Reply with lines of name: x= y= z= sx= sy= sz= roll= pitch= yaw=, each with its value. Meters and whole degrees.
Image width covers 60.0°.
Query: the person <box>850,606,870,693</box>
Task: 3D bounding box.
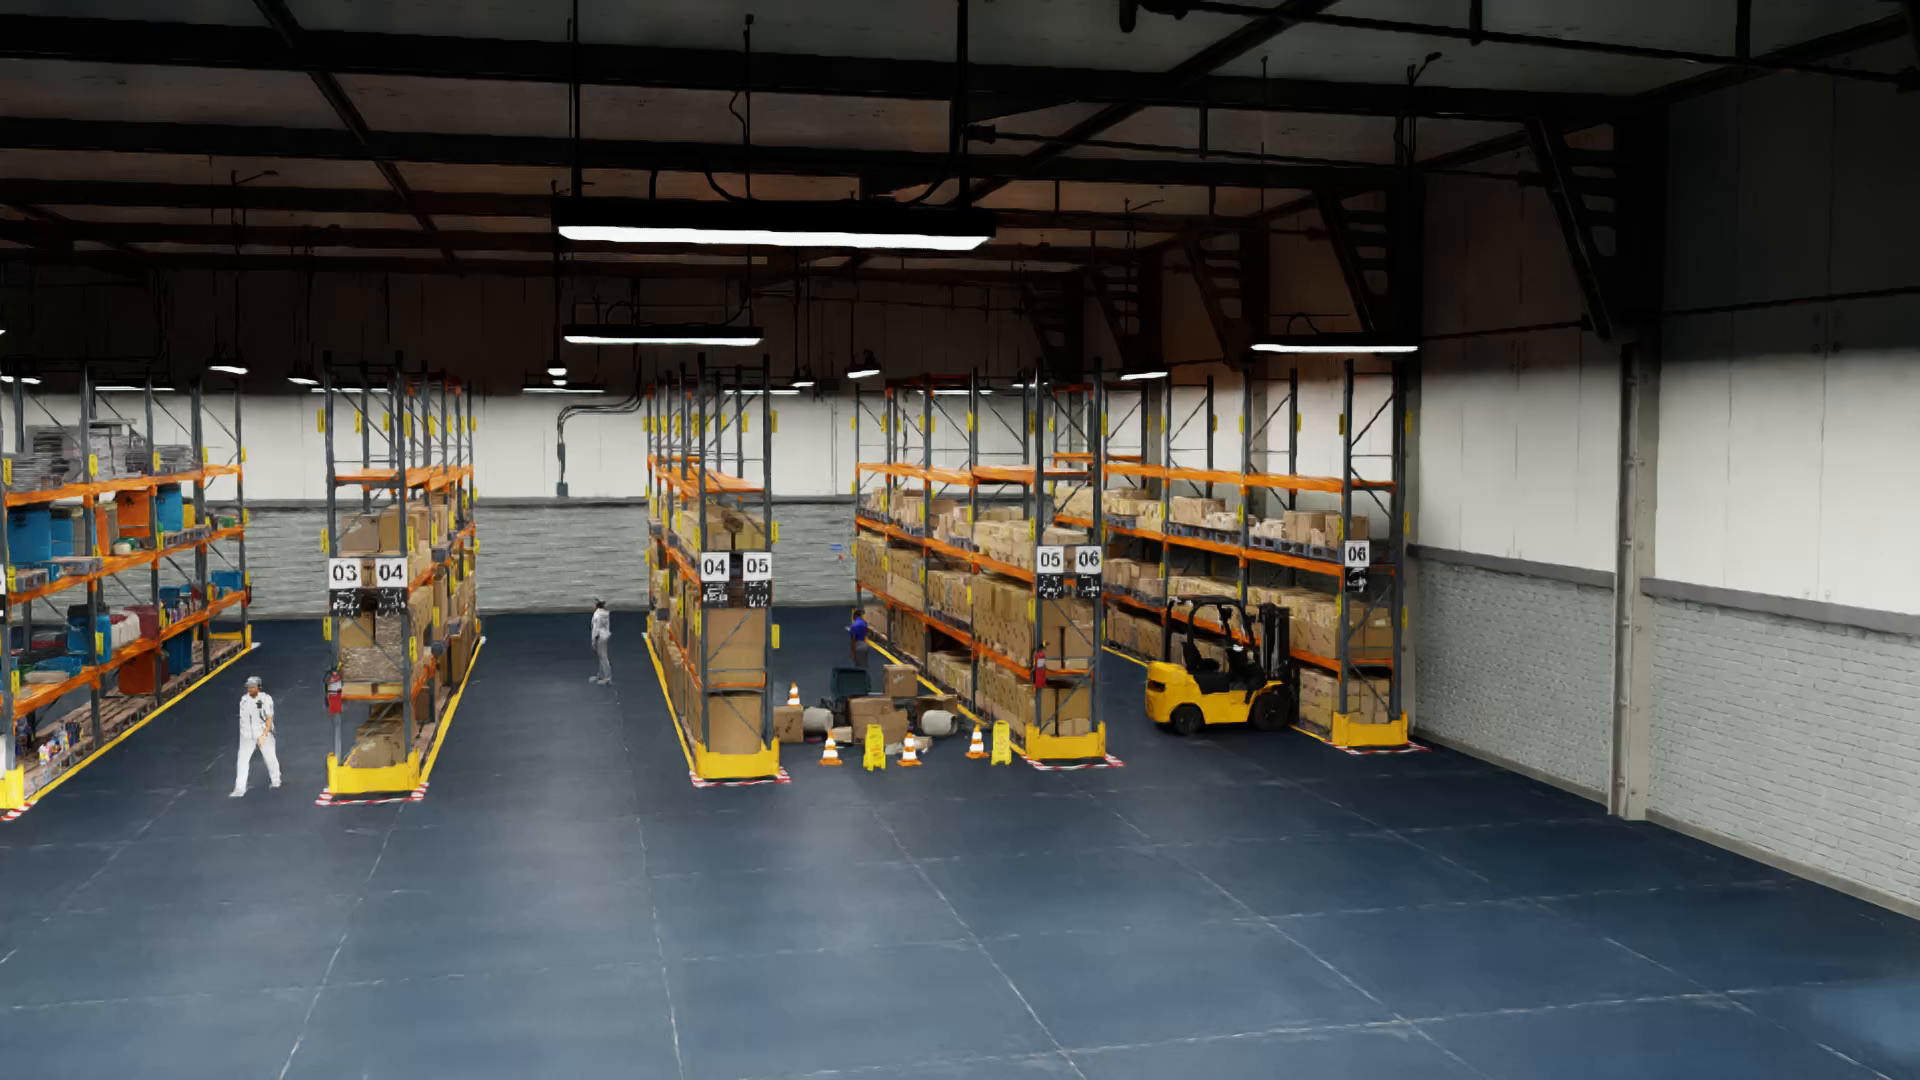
person: x=-1.886 y=2.041 z=30.648 sx=0.545 sy=1.633 sz=0.574 roll=1 pitch=4 yaw=15

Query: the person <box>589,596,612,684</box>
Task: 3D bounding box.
person: x=-6.962 y=1.919 z=32.135 sx=0.539 sy=1.664 sz=0.573 roll=1 pitch=4 yaw=10

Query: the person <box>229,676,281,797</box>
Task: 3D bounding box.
person: x=-9.504 y=2.629 z=22.487 sx=0.478 sy=1.589 sz=1.004 roll=0 pitch=4 yaw=-4
